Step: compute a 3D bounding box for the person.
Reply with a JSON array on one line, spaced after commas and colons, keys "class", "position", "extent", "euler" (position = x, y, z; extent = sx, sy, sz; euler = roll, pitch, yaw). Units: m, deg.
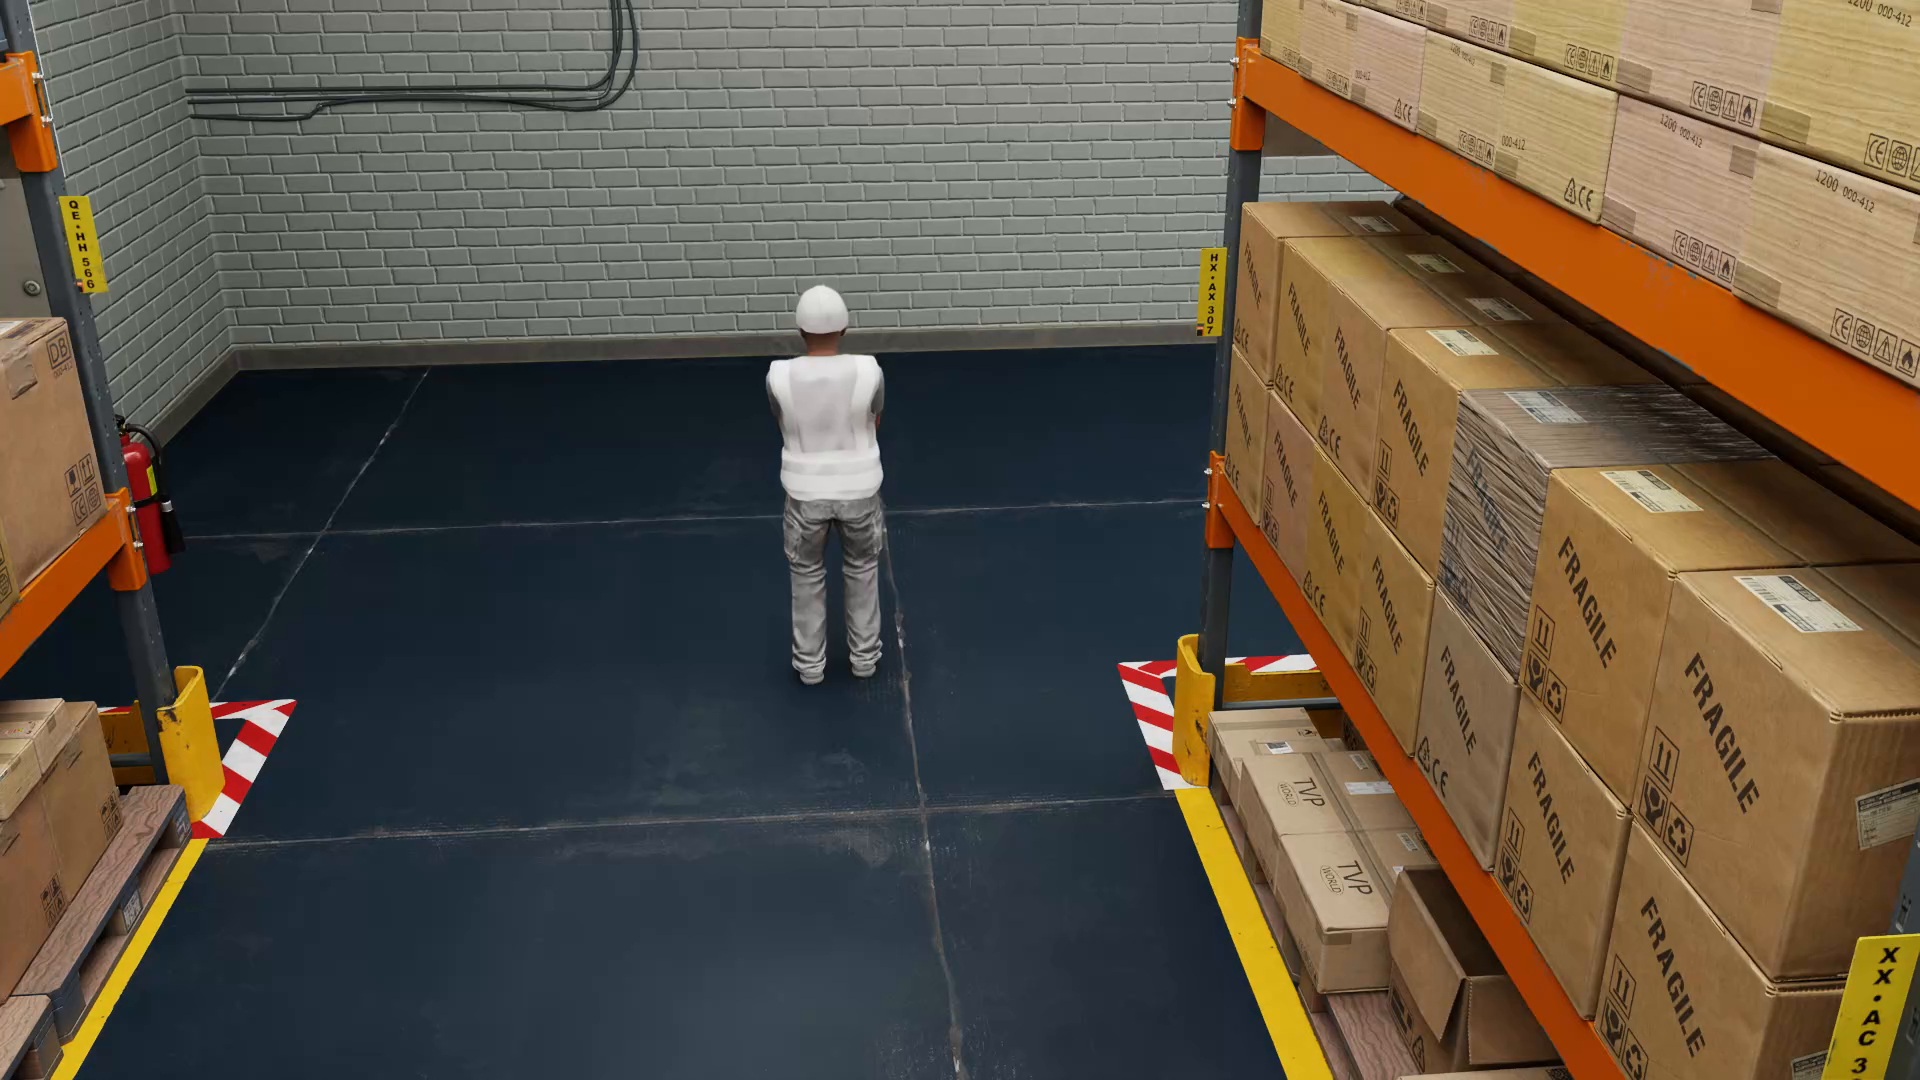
[{"class": "person", "position": [-0.566, -0.258, 7.169], "extent": [0.488, 1.781, 0.564], "euler": [-2, 24, -5]}]
